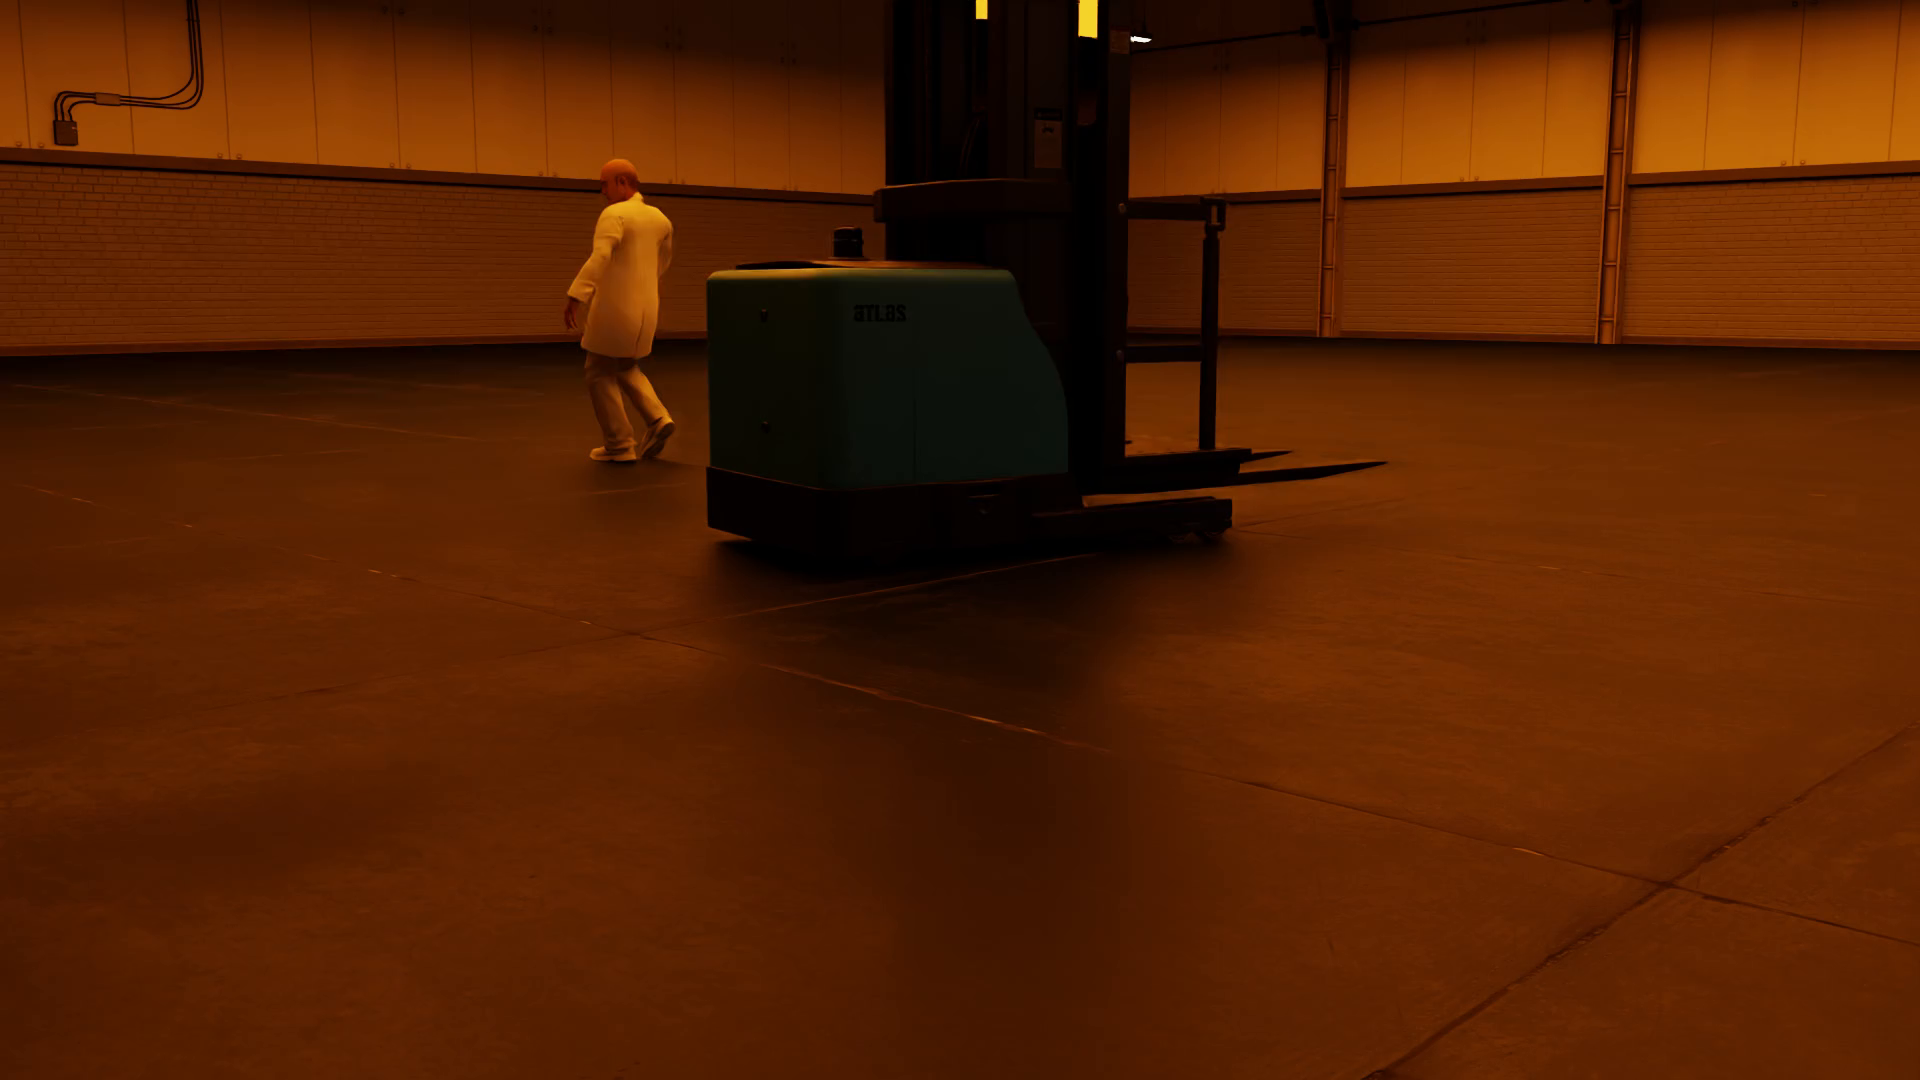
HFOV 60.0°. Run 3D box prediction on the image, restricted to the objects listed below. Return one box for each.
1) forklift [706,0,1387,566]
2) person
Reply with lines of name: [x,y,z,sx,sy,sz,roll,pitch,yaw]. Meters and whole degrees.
forklift: [0.506,-1.500,6.837,3.031,2.935,1.130,-6,10,-33]
person: [-1.998,-1.318,9.662,0.517,1.750,0.829,6,11,35]
